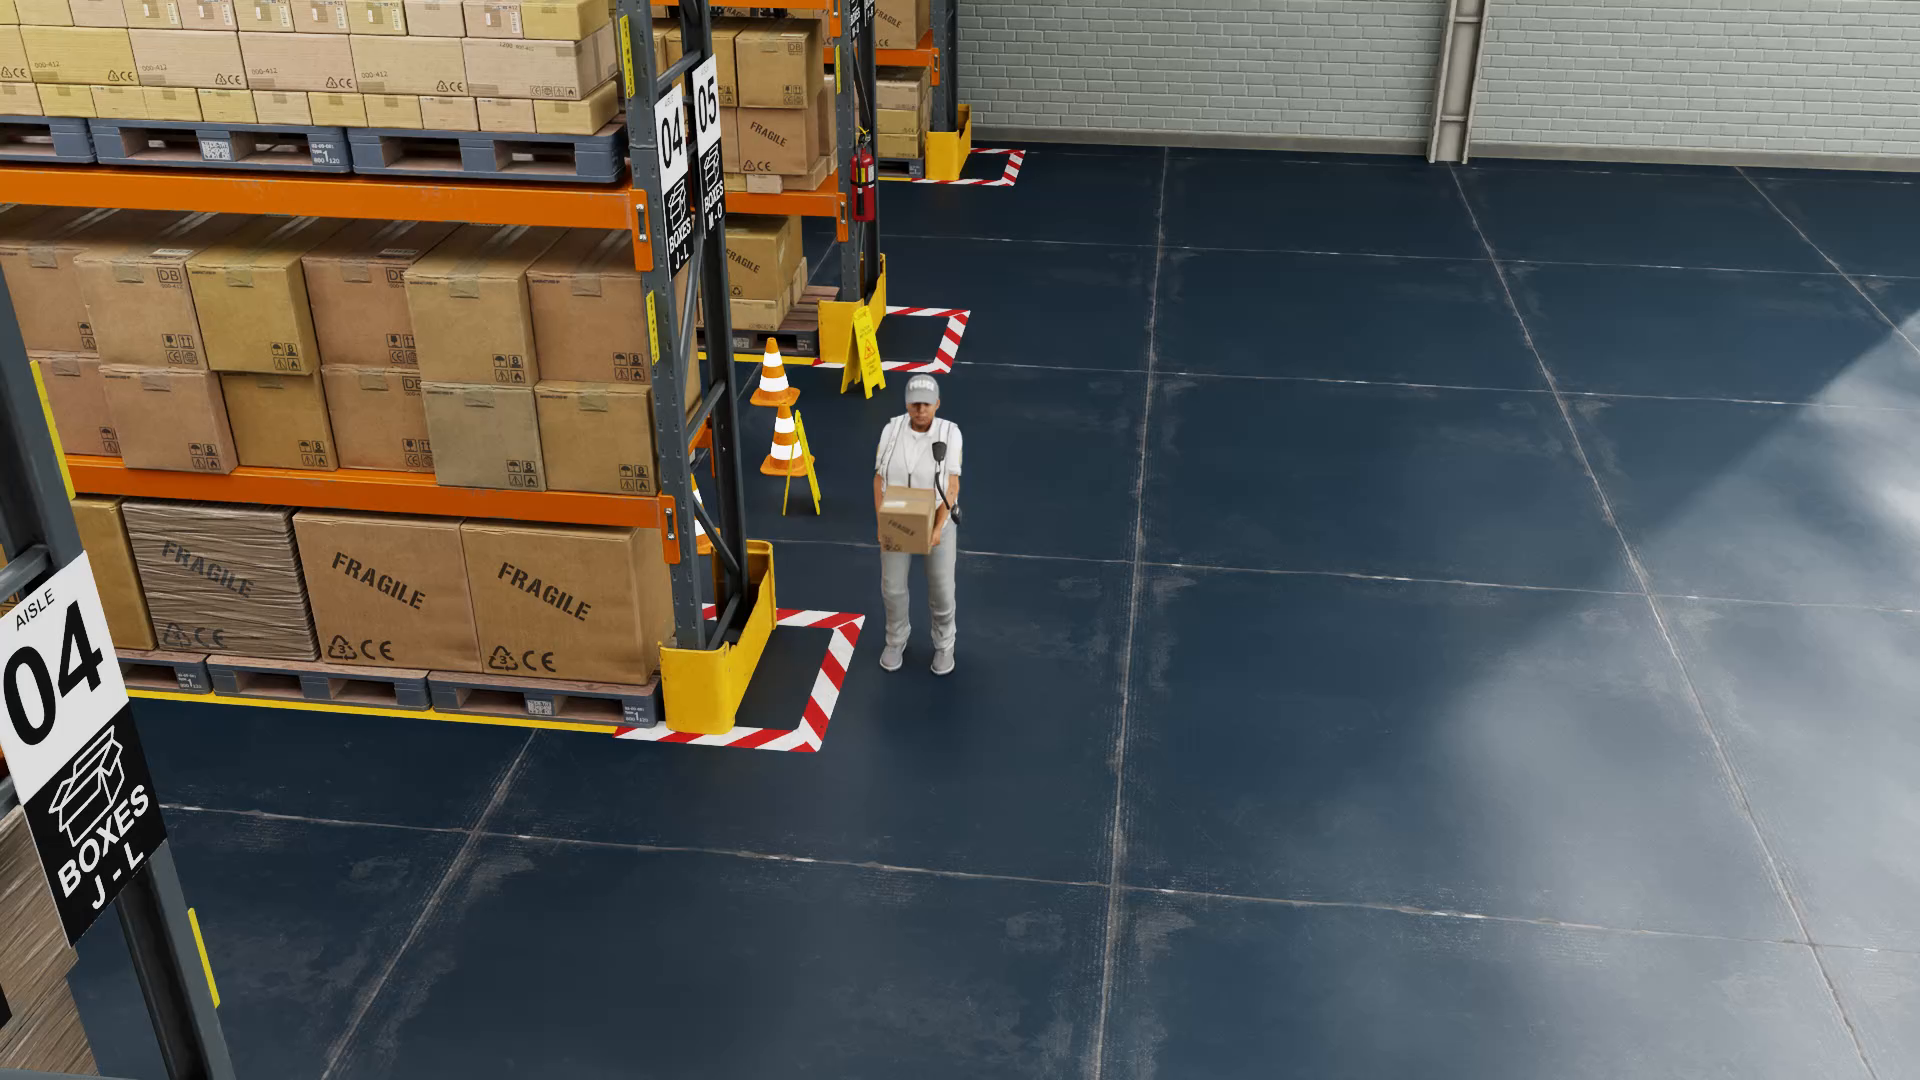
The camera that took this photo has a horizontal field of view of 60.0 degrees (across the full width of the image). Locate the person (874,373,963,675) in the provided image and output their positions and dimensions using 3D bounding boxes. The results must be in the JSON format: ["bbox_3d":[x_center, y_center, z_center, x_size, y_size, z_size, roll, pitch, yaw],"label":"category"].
[{"bbox_3d":[-0.224,-0.051,8.719,0.454,1.657,0.541,4,29,7],"label":"person"}]
